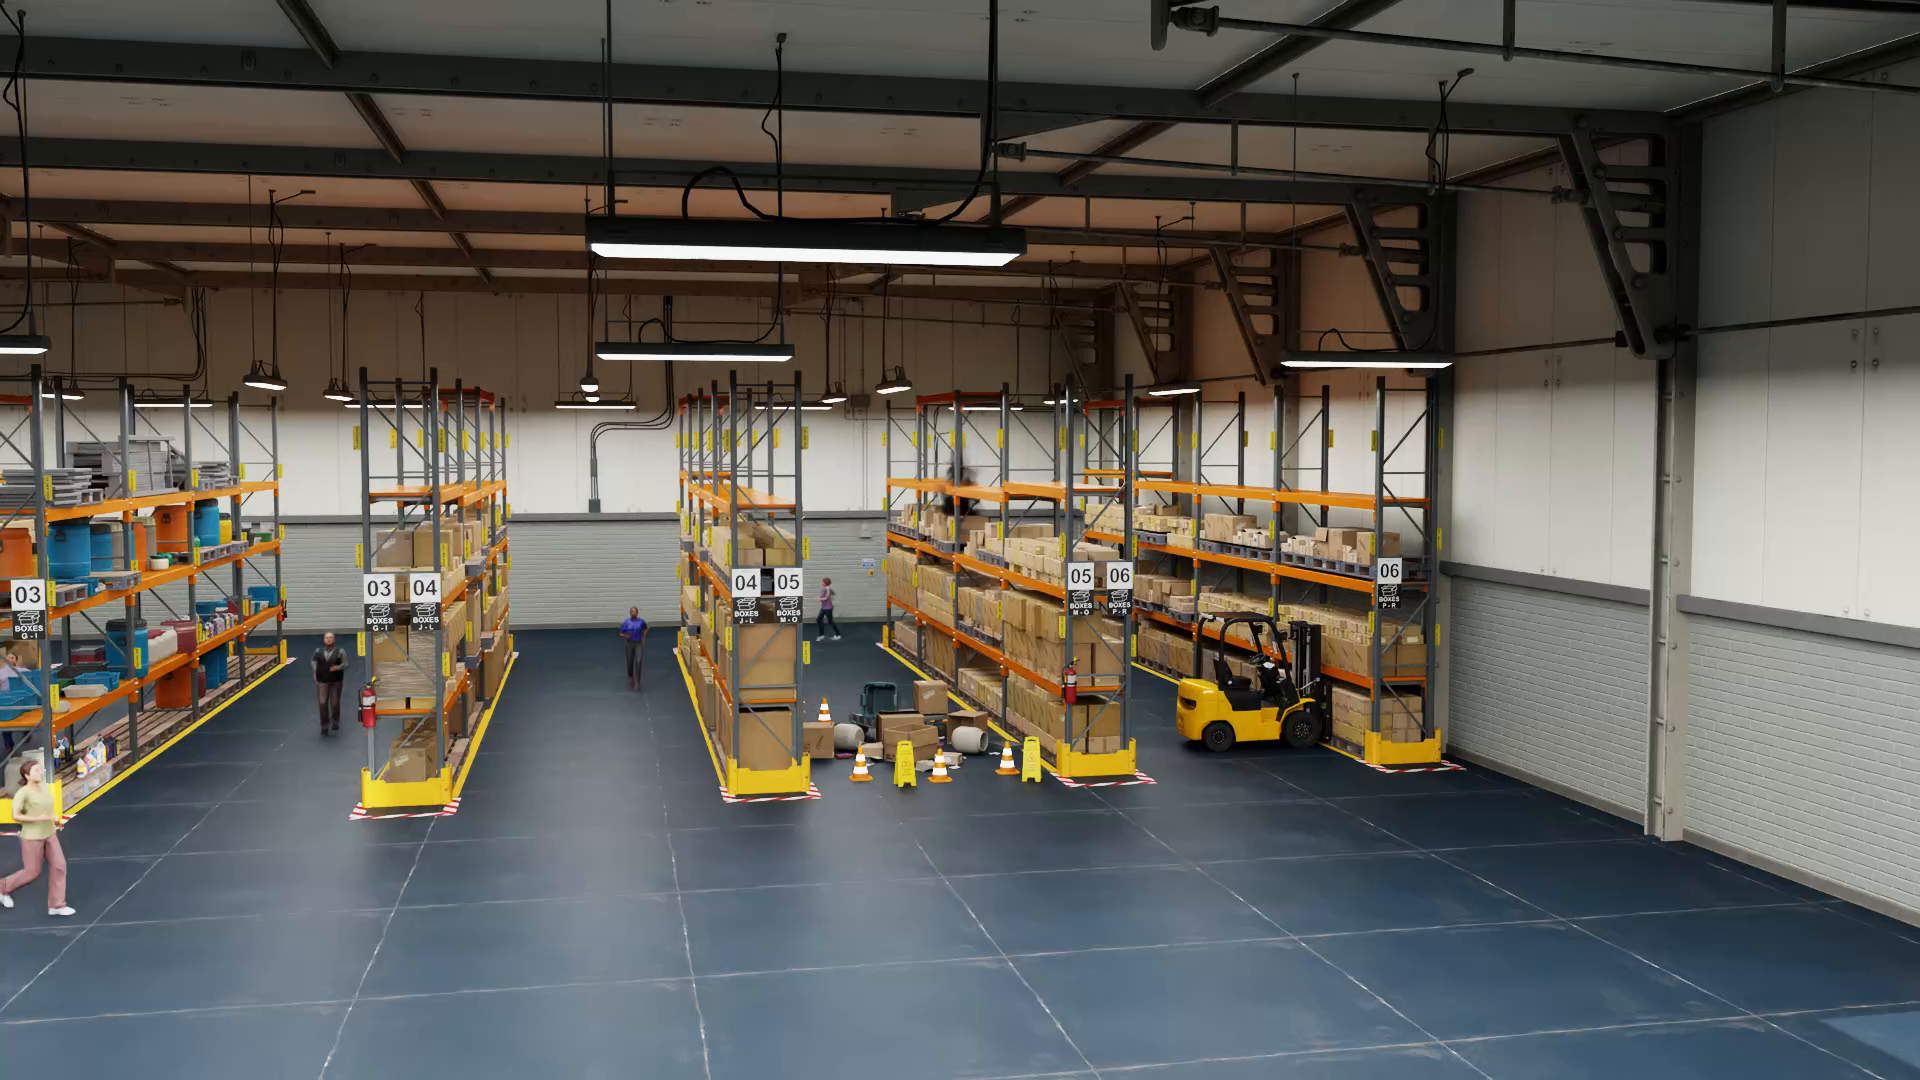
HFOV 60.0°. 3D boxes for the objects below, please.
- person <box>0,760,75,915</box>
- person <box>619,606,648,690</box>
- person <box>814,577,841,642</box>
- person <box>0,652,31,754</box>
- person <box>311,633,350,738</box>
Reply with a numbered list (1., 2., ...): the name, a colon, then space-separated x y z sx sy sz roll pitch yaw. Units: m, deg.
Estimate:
1. person: -9.740 3.132 17.513 0.871 1.640 0.589 1 3 10
2. person: -6.565 2.156 33.509 0.586 1.645 0.891 -1 4 -15
3. person: -3.293 1.737 41.357 0.683 1.637 0.519 -1 4 -16
4. person: -15.258 2.607 26.781 0.615 1.602 0.727 -1 4 -16
5. person: -10.746 2.468 28.365 0.648 1.784 0.700 -1 4 -14
